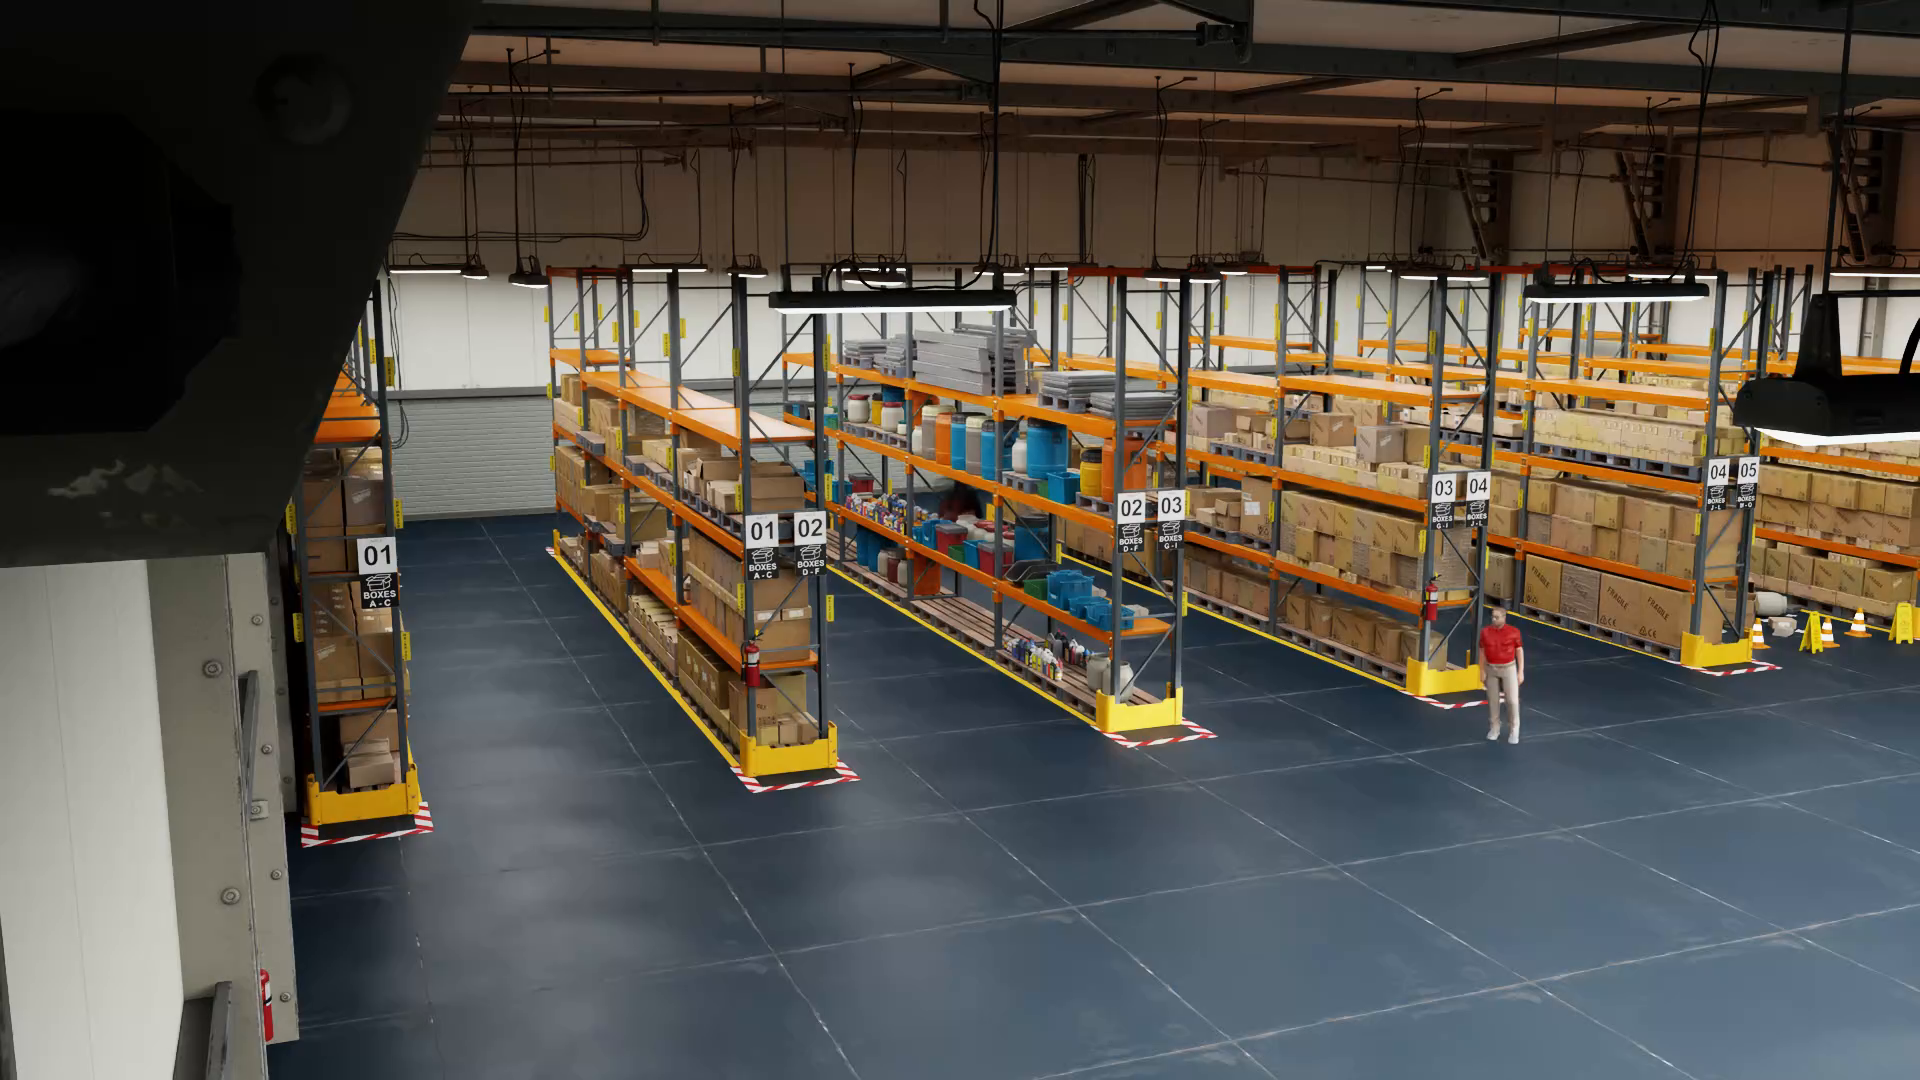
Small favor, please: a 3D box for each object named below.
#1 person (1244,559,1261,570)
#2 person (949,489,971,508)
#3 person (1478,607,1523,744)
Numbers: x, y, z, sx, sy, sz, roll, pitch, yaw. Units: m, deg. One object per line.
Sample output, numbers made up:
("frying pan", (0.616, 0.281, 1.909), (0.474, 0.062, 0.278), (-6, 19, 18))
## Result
("person", (5.685, -0.074, 32.414), (0.491, 1.750, 0.370), (6, 12, 31))
("person", (0.050, -0.231, 33.224), (0.563, 1.583, 1.016), (-6, 12, -31))
("person", (7.041, 1.757, 21.705), (0.599, 1.772, 0.394), (6, 11, 29))
